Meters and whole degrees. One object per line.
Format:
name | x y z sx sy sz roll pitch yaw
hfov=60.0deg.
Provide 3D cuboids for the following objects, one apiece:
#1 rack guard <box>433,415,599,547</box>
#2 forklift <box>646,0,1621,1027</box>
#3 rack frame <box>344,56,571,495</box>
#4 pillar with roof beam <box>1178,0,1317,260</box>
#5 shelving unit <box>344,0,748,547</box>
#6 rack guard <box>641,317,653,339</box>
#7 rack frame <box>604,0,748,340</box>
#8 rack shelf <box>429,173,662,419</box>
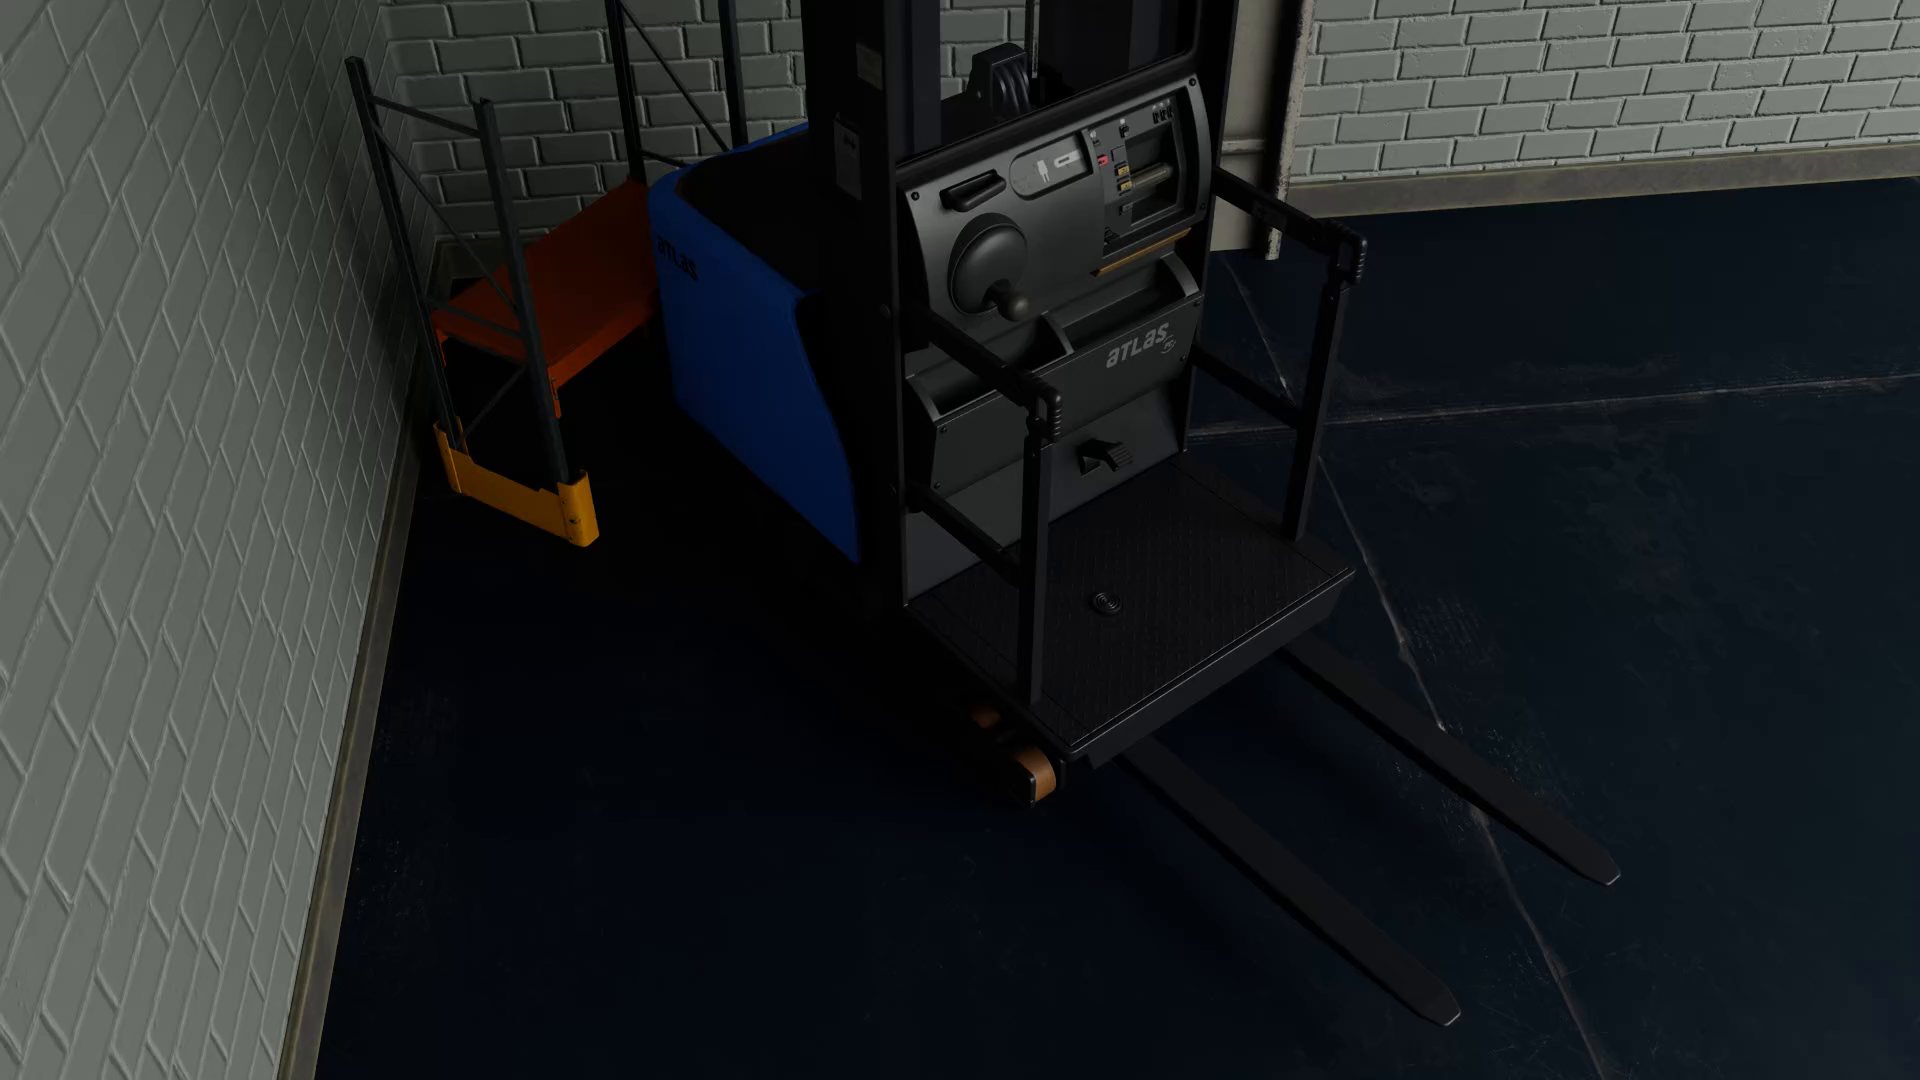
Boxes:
rack guard | -1.408 -0.191 5.275 0.587 0.250 0.087 22 46 22
forklift | 0.391 -0.764 3.909 1.130 2.935 3.031 -28 49 -28
rack frame | -1.418 -0.644 4.844 0.500 1.500 0.032 22 46 22
pillar with roof beam | 1.580 -1.660 0.372 0.400 9.000 9.100 -5 42 -6
shelving unit | -1.152 -0.941 5.173 0.587 1.500 1.083 22 46 22
rack guard | -0.897 -0.763 5.909 0.587 0.250 0.087 22 46 22
rack frame | -0.896 -1.228 5.492 0.500 1.500 0.032 22 46 22
rack shelf | -1.157 -0.802 5.288 0.538 0.185 1.000 22 46 22
